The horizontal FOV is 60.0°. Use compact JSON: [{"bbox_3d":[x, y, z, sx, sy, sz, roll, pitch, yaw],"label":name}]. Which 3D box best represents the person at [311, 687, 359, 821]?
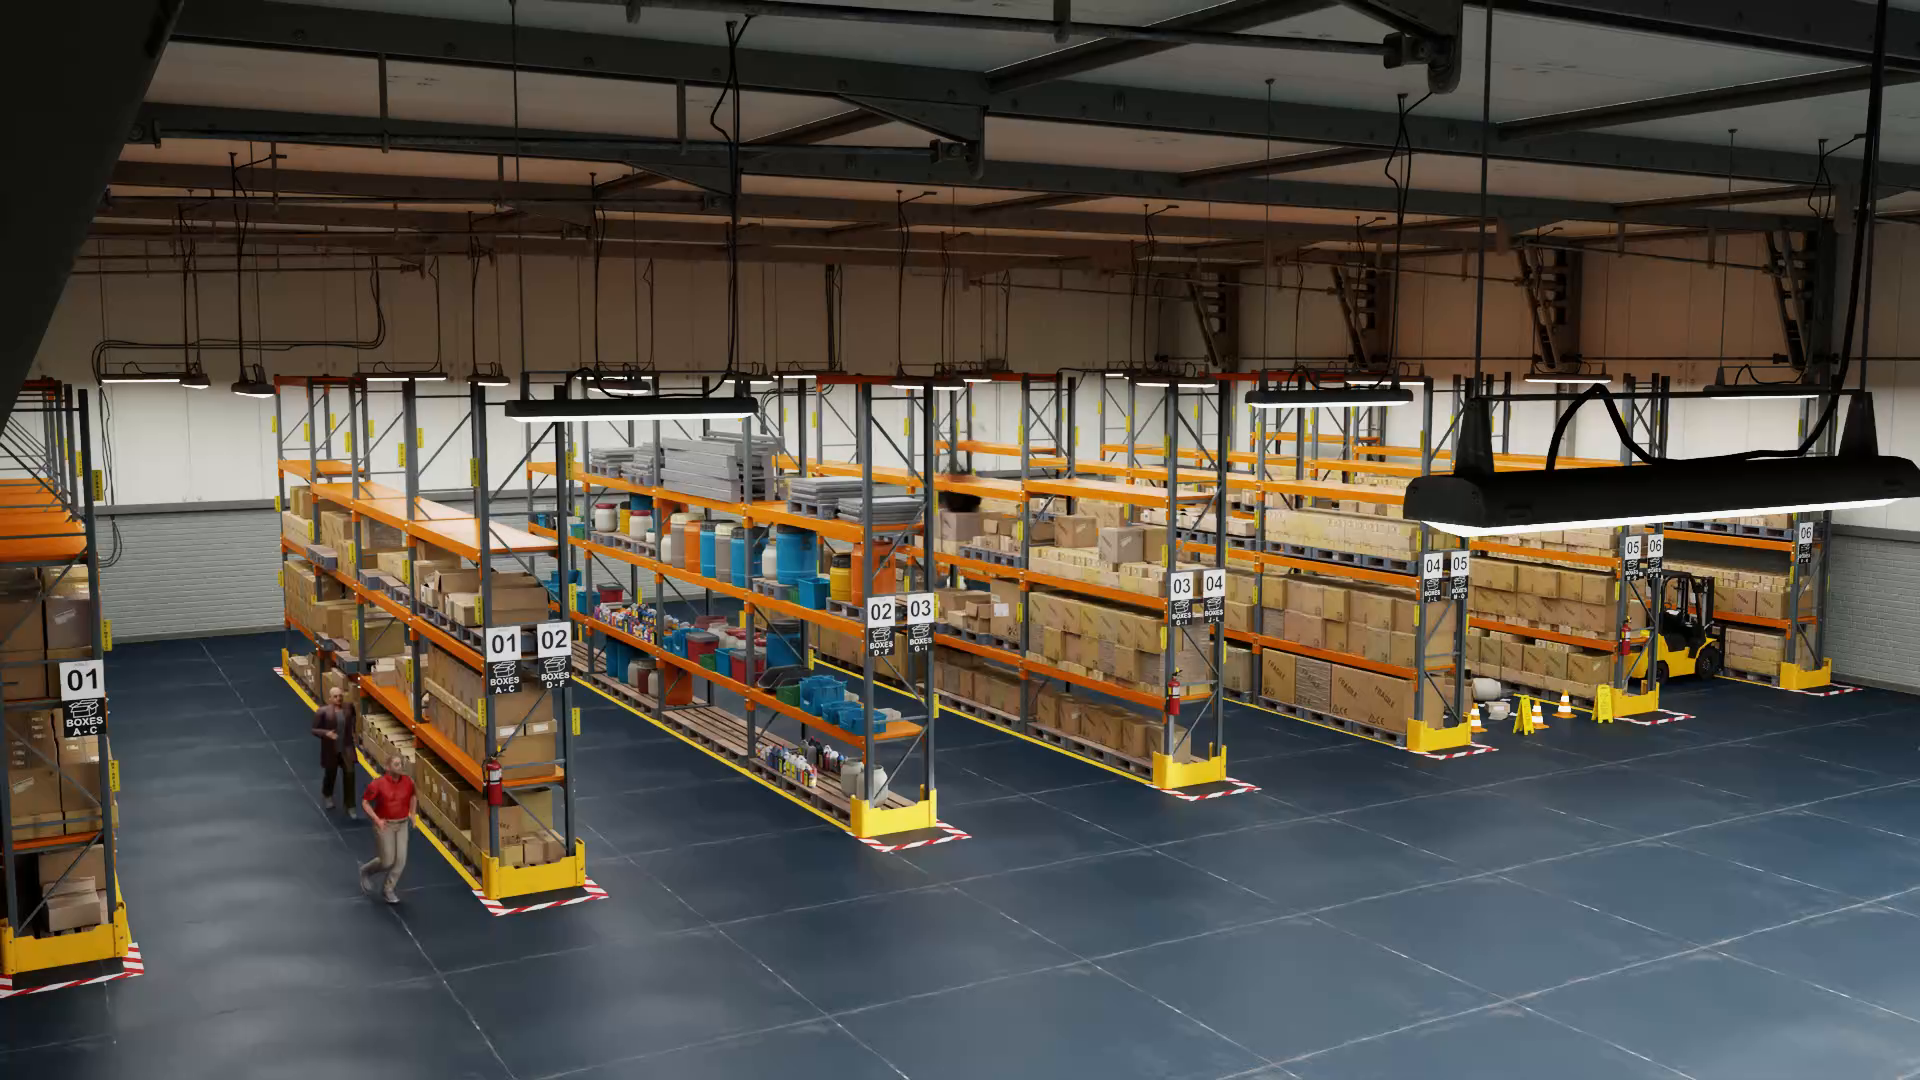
[{"bbox_3d":[-8.652,2.916,23.051,0.662,1.807,1.014,-4,7,-32],"label":"person"}]

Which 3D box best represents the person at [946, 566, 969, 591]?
[{"bbox_3d":[-0.081,1.423,37.423,0.611,1.716,0.881,-3,7,-27],"label":"person"}]

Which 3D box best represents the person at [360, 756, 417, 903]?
[{"bbox_3d":[-6.677,3.360,19.557,0.630,1.672,0.680,5,8,39],"label":"person"}]
